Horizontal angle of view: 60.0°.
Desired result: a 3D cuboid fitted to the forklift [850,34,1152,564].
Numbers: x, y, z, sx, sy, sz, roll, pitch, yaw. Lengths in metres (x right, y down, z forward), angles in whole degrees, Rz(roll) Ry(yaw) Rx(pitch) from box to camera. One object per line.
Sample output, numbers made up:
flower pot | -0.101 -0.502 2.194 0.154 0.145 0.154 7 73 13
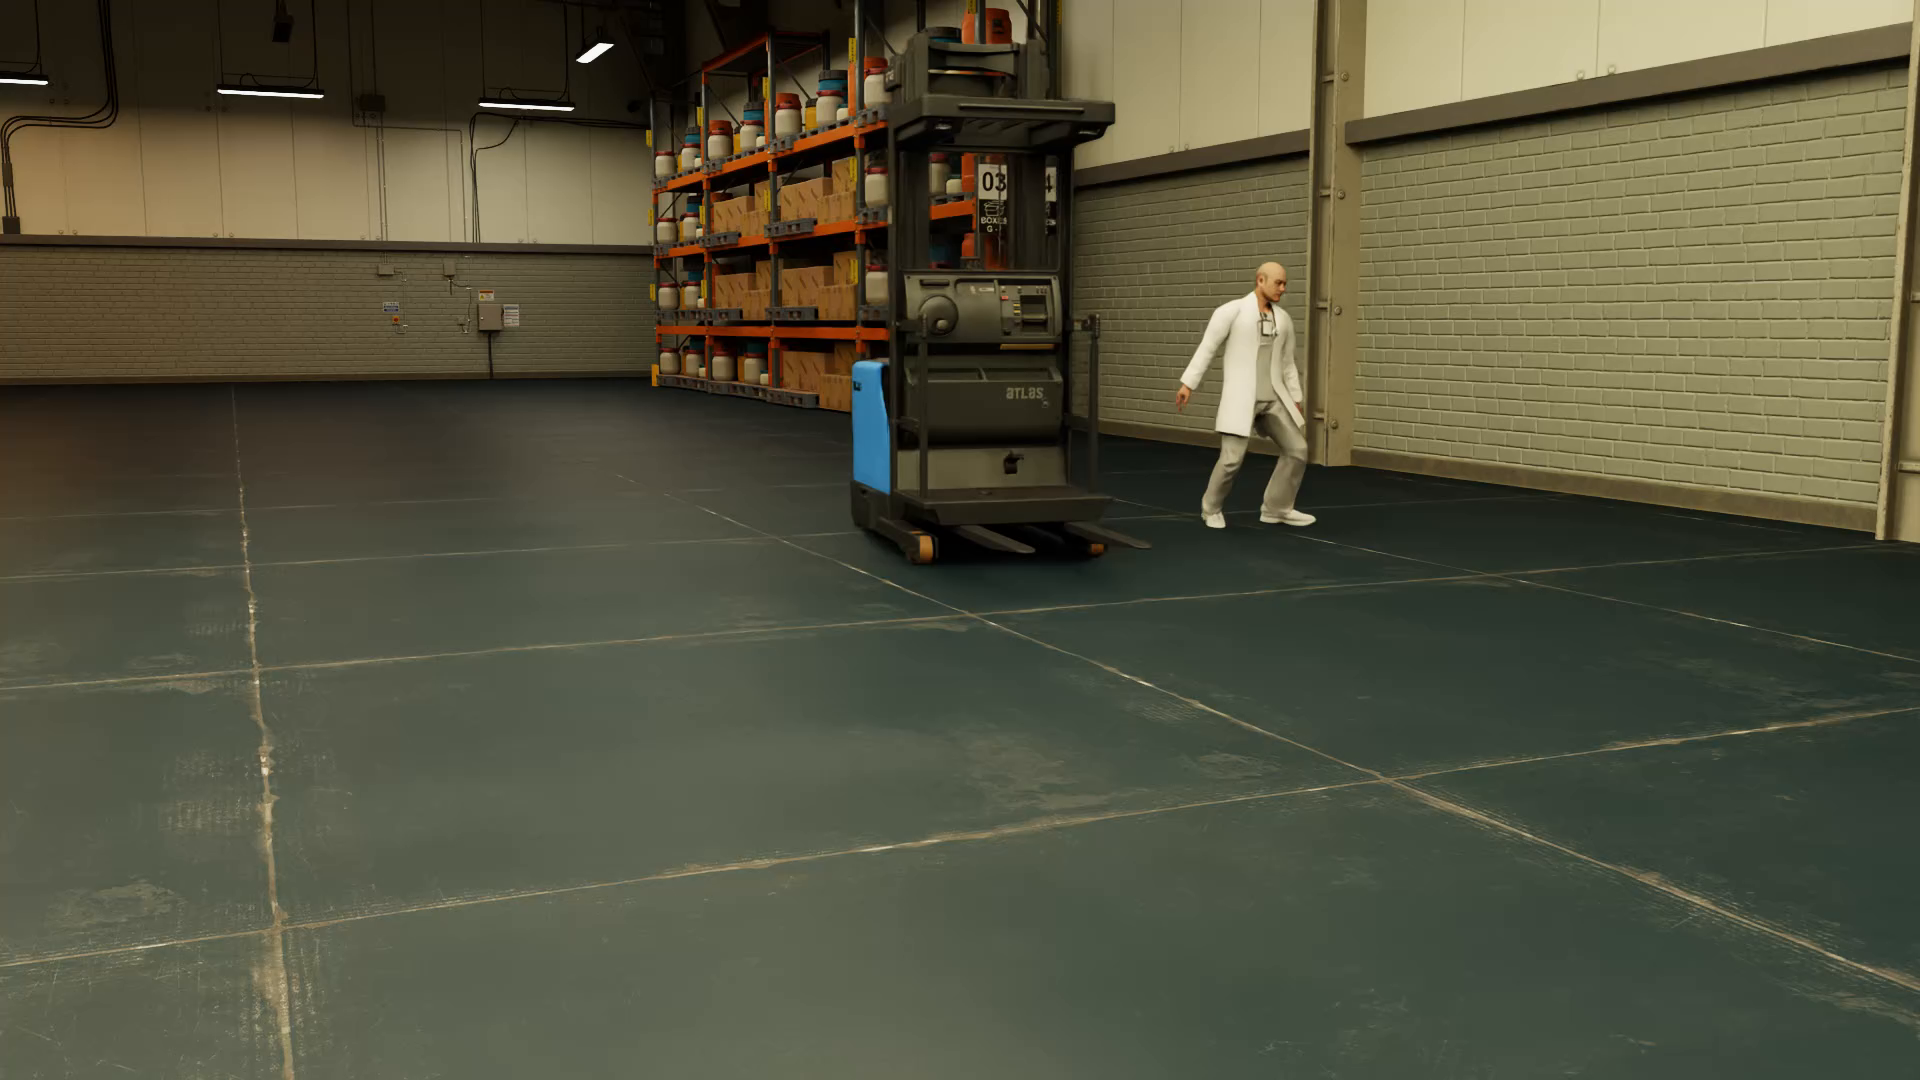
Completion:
forklift | 0.197 -1.374 9.363 1.130 2.935 3.031 -2 8 -16

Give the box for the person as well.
person | 1.844 -0.913 10.776 0.924 1.750 0.586 -2 8 -18
